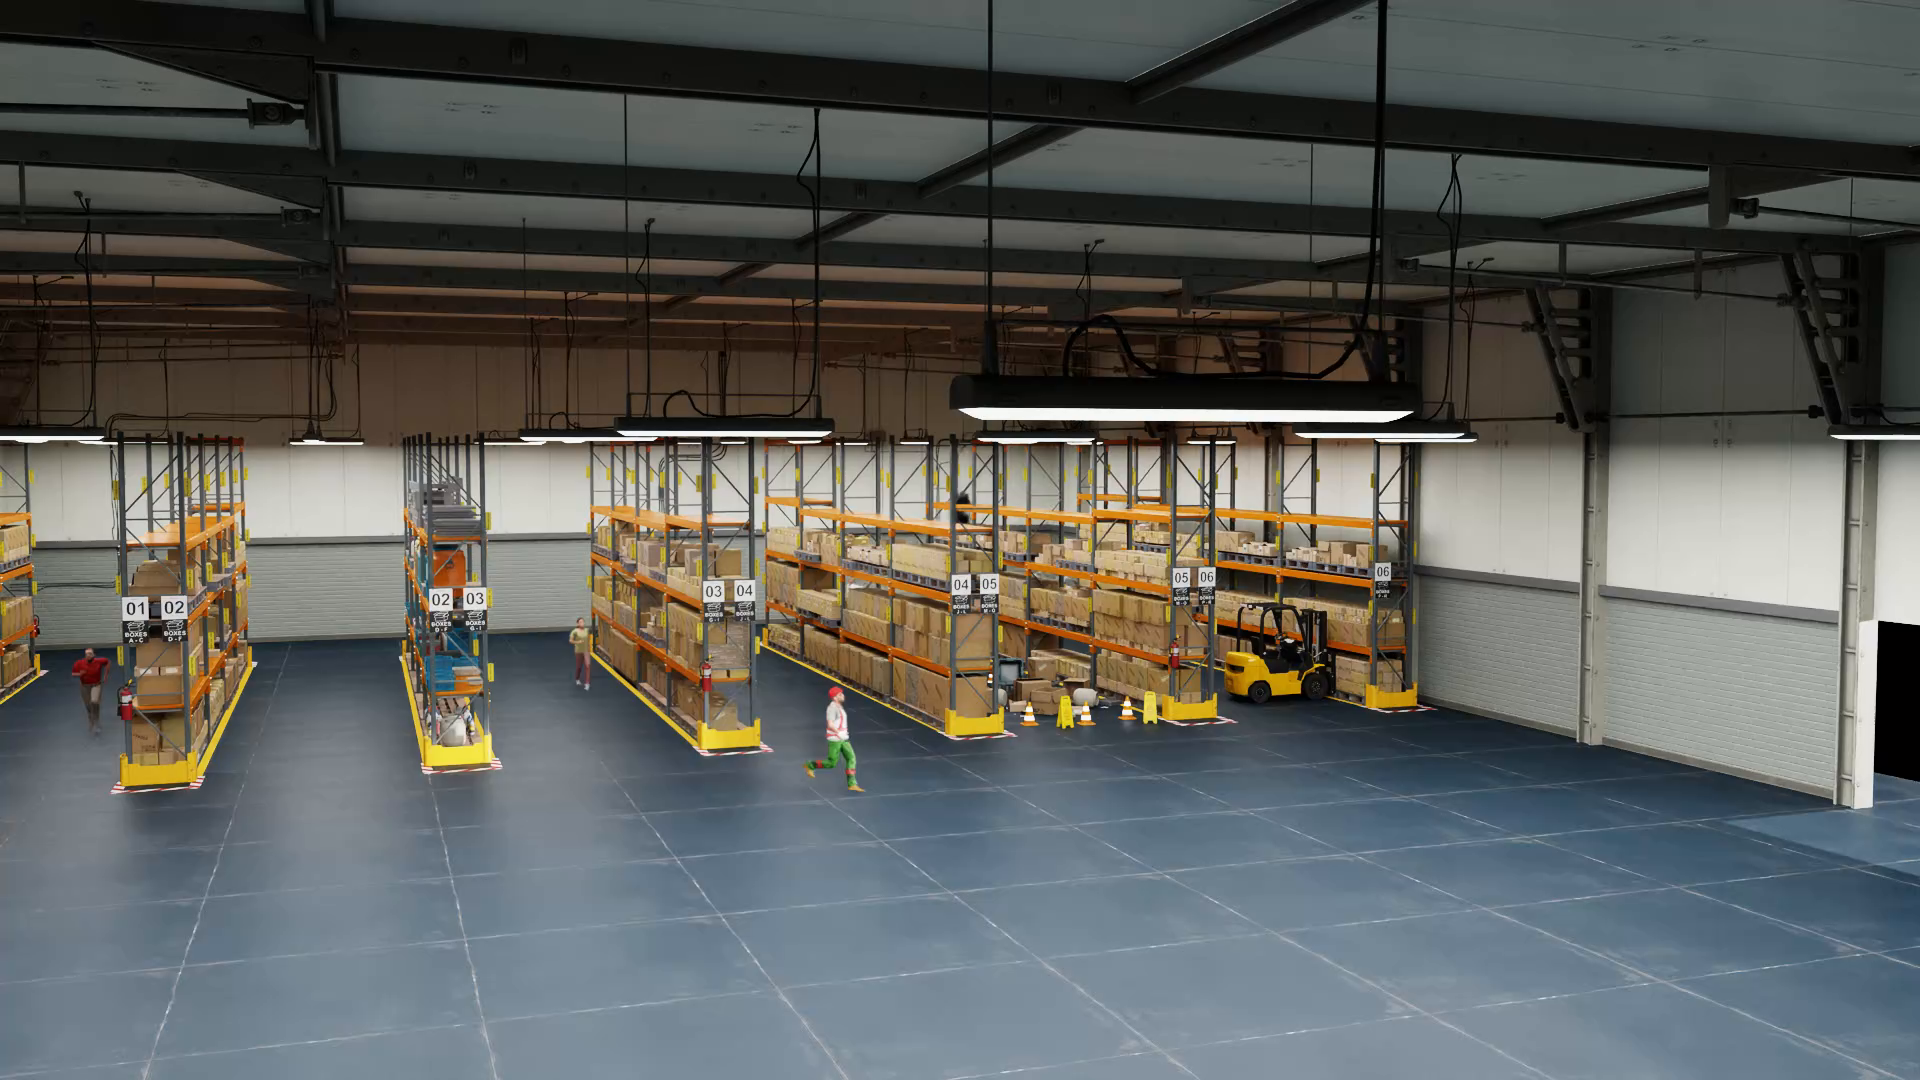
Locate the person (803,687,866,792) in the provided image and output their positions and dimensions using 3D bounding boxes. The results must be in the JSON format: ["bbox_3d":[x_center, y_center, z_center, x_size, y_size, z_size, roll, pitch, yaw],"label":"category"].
[{"bbox_3d":[-2.093,3.328,27.724,1.049,1.767,0.634,1,3,14],"label":"person"}]

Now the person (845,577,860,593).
[{"bbox_3d":[-3.364,1.996,51.397,0.949,1.758,0.709,-3,4,-43],"label":"person"}]

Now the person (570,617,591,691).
[{"bbox_3d":[-9.002,2.682,39.503,0.564,1.696,0.927,-2,4,-27],"label":"person"}]

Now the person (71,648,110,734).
[{"bbox_3d":[-17.536,3.029,33.578,0.647,1.735,0.961,-1,3,-17],"label":"person"}]
